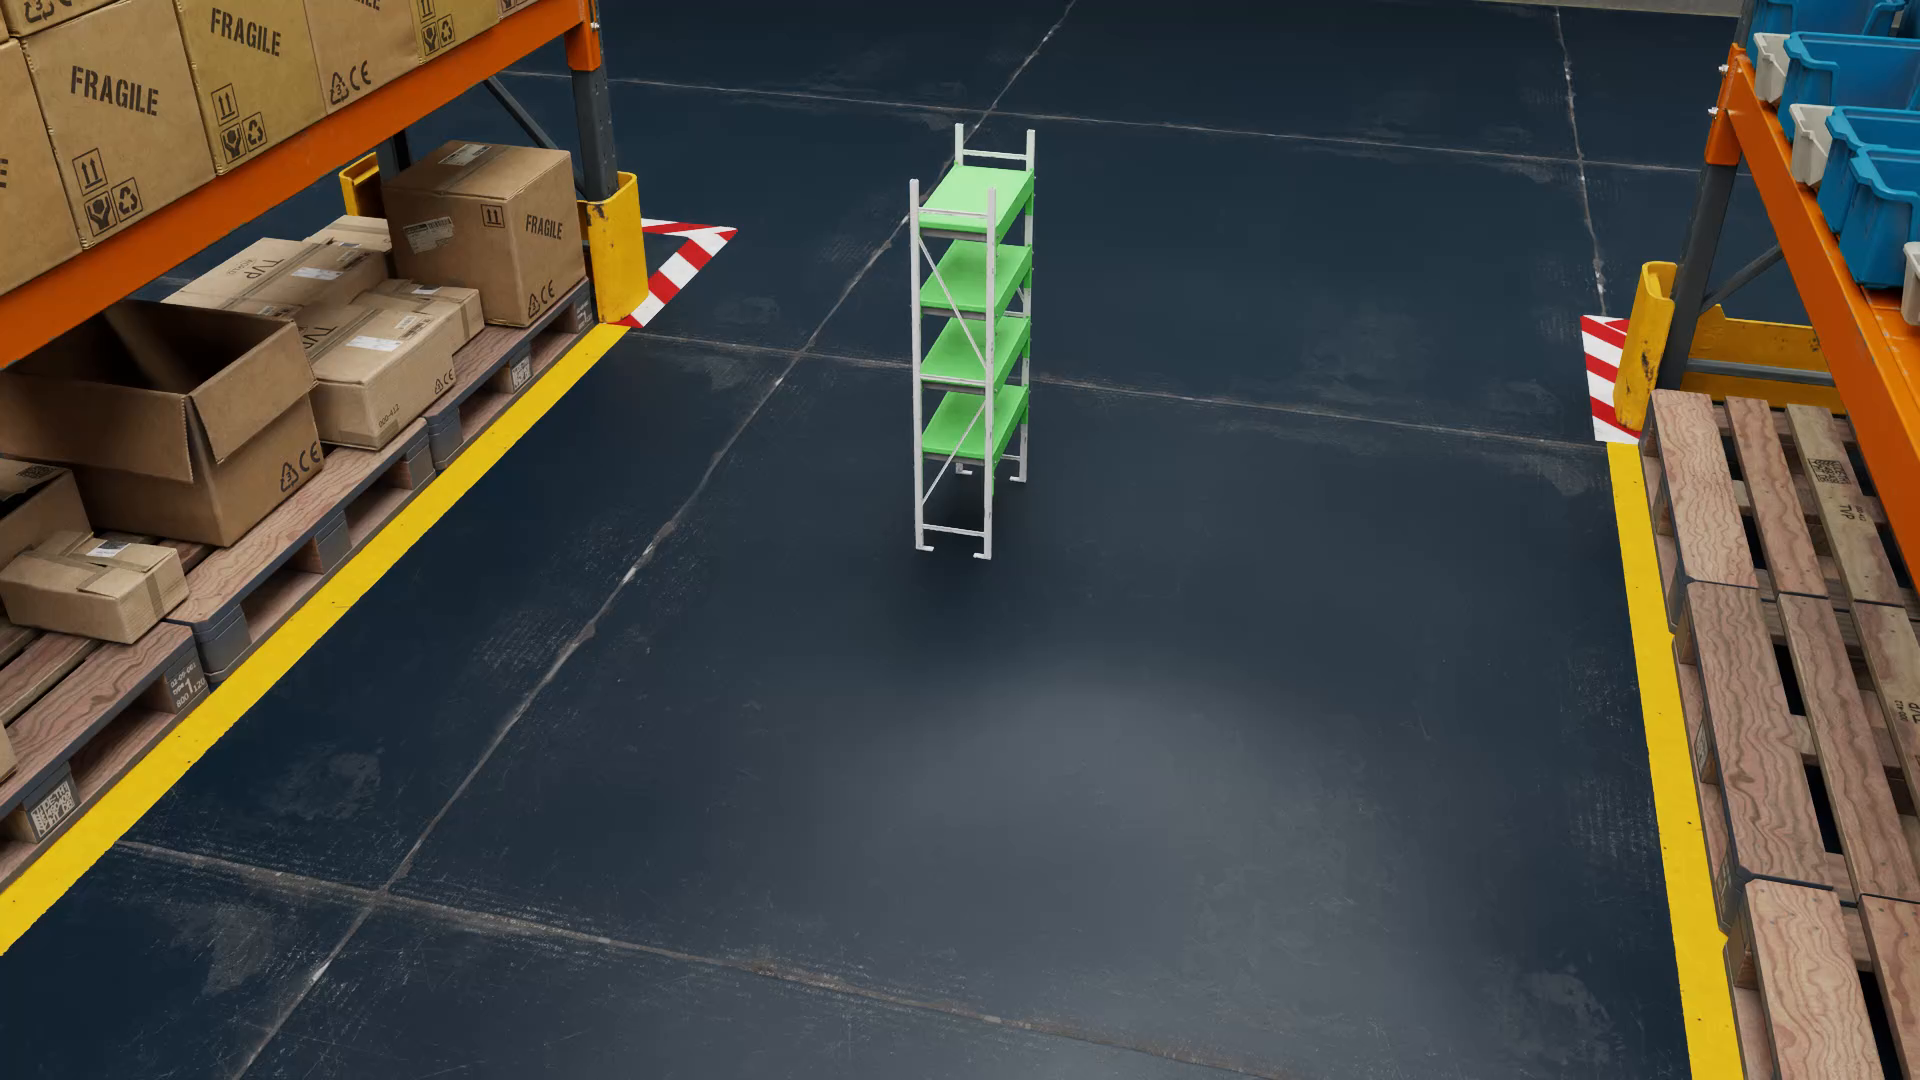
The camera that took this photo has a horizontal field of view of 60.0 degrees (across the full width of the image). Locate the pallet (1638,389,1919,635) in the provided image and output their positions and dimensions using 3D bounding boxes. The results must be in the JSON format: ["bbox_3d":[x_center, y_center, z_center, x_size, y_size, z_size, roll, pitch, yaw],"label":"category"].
[{"bbox_3d":[2.690,-0.052,5.135,1.003,0.211,1.213,8,33,12],"label":"pallet"}]

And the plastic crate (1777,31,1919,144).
[{"bbox_3d":[2.388,-1.181,4.413,0.416,0.233,0.300,8,33,12],"label":"plastic crate"}]

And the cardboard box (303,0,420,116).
[{"bbox_3d":[-1.964,-1.573,4.835,0.500,0.500,0.500,8,33,13],"label":"cardboard box"}]

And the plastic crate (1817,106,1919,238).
[{"bbox_3d":[2.221,-0.840,3.875,0.416,0.233,0.300,8,33,12],"label":"plastic crate"}]

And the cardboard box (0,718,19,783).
[{"bbox_3d":[-2.553,0.508,3.751,0.500,0.311,0.500,8,33,12],"label":"cardboard box"}]

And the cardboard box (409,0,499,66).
[{"bbox_3d":[-1.832,-1.831,5.241,0.500,0.500,0.500,8,33,13],"label":"cardboard box"}]

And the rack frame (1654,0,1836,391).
[{"bbox_3d":[2.937,-1.652,5.052,1.000,3.000,0.127,8,33,12],"label":"rack frame"}]

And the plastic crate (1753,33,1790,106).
[{"bbox_3d":[2.394,-1.327,4.732,0.250,0.136,0.298,8,33,12],"label":"plastic crate"}]

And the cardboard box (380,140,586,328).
[{"bbox_3d":[-1.753,-1.143,6.172,0.500,0.500,0.500,8,33,12],"label":"cardboard box"}]

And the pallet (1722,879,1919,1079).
[{"bbox_3d":[2.071,1.214,3.144,1.003,0.211,1.213,8,33,12],"label":"pallet"}]

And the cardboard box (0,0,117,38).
[{"bbox_3d":[-2.216,-1.457,3.721,0.500,0.500,0.500,7,33,11],"label":"cardboard box"}]

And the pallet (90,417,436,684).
[{"bbox_3d":[-2.386,-0.067,5.159,1.003,0.211,1.213,8,33,12],"label":"pallet"}]

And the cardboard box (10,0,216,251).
[{"bbox_3d":[-2.220,-1.047,4.008,0.500,0.500,0.500,8,33,12],"label":"cardboard box"}]

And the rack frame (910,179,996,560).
[{"bbox_3d":[-0.020,-0.466,4.864,0.240,1.200,0.015,8,33,12],"label":"rack frame"}]

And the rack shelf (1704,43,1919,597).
[{"bbox_3d":[2.429,-0.310,3.613,1.077,0.370,4.000,8,33,12],"label":"rack shelf"}]

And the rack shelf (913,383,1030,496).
[{"bbox_3d":[0.042,-0.336,5.226,0.258,0.148,0.480,8,33,12],"label":"rack shelf"}]

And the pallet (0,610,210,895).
[{"bbox_3d":[-2.694,0.568,4.160,1.003,0.211,1.213,8,33,12],"label":"pallet"}]

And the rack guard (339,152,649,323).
[{"bbox_3d":[-1.873,-1.234,6.725,1.175,0.500,0.348,8,33,12],"label":"rack guard"}]

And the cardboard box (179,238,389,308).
[{"bbox_3d":[-2.393,-0.850,5.945,0.500,0.250,0.500,8,33,12],"label":"cardboard box"}]

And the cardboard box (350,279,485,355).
[{"bbox_3d":[-1.943,-0.804,5.950,0.380,0.166,0.250,8,33,12],"label":"cardboard box"}]

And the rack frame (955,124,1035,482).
[{"bbox_3d":[0.104,-0.719,5.262,0.240,1.200,0.015,8,33,12],"label":"rack frame"}]

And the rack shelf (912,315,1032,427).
[{"bbox_3d":[0.042,-0.538,5.098,0.258,0.148,0.480,8,33,12],"label":"rack shelf"}]

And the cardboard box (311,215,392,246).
[{"bbox_3d":[-2.292,-1.140,6.495,0.380,0.149,0.250,8,33,12],"label":"cardboard box"}]

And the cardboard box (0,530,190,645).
[{"bbox_3d":[-2.343,0.119,4.498,0.380,0.166,0.250,8,33,12],"label":"cardboard box"}]

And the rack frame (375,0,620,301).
[{"bbox_3d":[-1.854,-2.328,6.116,1.000,3.000,0.127,8,33,12],"label":"rack frame"}]

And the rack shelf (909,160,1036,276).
[{"bbox_3d":[0.042,-0.943,4.840,0.258,0.148,0.480,8,33,12],"label":"rack shelf"}]

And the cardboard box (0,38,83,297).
[{"bbox_3d":[-2.349,-0.788,3.600,0.500,0.500,0.500,9,33,13],"label":"cardboard box"}]

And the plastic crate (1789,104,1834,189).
[{"bbox_3d":[2.222,-0.975,4.178,0.250,0.136,0.298,8,33,12],"label":"plastic crate"}]

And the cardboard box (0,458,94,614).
[{"bbox_3d":[-2.808,-0.027,4.592,0.500,0.311,0.500,8,33,12],"label":"cardboard box"}]

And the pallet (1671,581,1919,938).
[{"bbox_3d":[2.378,0.579,4.143,1.003,0.211,1.213,8,33,12],"label":"pallet"}]

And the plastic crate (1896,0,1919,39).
[{"bbox_3d":[3.032,-1.493,4.713,0.616,0.435,0.499,8,33,12],"label":"plastic crate"}]

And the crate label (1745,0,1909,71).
[{"bbox_3d":[2.555,-1.523,4.950,0.416,0.233,0.303,8,33,12],"label":"crate label"}]

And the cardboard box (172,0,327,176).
[{"bbox_3d":[-2.092,-1.311,4.424,0.500,0.500,0.500,8,33,12],"label":"cardboard box"}]

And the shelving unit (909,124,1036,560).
[{"bbox_3d":[0.042,-0.592,5.063,0.258,1.200,0.503,8,33,12],"label":"shelving unit"}]

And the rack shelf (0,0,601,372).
[{"bbox_3d":[-2.361,-0.987,4.677,1.077,0.370,4.000,8,33,12],"label":"rack shelf"}]

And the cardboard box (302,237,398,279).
[{"bbox_3d":[-2.356,-1.018,6.286,0.380,0.166,0.250,8,33,12],"label":"cardboard box"}]

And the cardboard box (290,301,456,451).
[{"bbox_3d":[-2.024,-0.549,5.470,0.500,0.250,0.500,8,33,12],"label":"cardboard box"}]

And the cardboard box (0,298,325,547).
[{"bbox_3d":[-2.397,-0.360,4.937,0.797,0.503,0.637,8,33,12],"label":"cardboard box"}]

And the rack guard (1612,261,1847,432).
[{"bbox_3d":[2.930,-0.611,5.745,1.175,0.500,0.348,8,33,12],"label":"rack guard"}]

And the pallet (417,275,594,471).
[{"bbox_3d":[-2.074,-0.698,6.151,1.003,0.211,1.213,8,33,12],"label":"pallet"}]

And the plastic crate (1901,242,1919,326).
[{"bbox_3d":[2.073,-0.435,3.328,0.293,0.136,0.466,8,33,12],"label":"plastic crate"}]

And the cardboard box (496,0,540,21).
[{"bbox_3d":[-1.704,-2.101,5.665,0.500,0.500,0.500,9,34,14],"label":"cardboard box"}]

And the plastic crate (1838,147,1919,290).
[{"bbox_3d":[2.145,-0.684,3.630,0.416,0.233,0.300,8,33,12],"label":"plastic crate"}]

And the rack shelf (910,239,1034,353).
[{"bbox_3d":[0.042,-0.741,4.969,0.258,0.148,0.480,8,33,12],"label":"rack shelf"}]

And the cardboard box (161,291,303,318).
[{"bbox_3d":[-2.520,-0.591,5.536,0.500,0.250,0.500,8,33,12],"label":"cardboard box"}]

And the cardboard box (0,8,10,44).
[{"bbox_3d":[-2.347,-1.190,3.302,0.500,0.500,0.500,7,33,11],"label":"cardboard box"}]
